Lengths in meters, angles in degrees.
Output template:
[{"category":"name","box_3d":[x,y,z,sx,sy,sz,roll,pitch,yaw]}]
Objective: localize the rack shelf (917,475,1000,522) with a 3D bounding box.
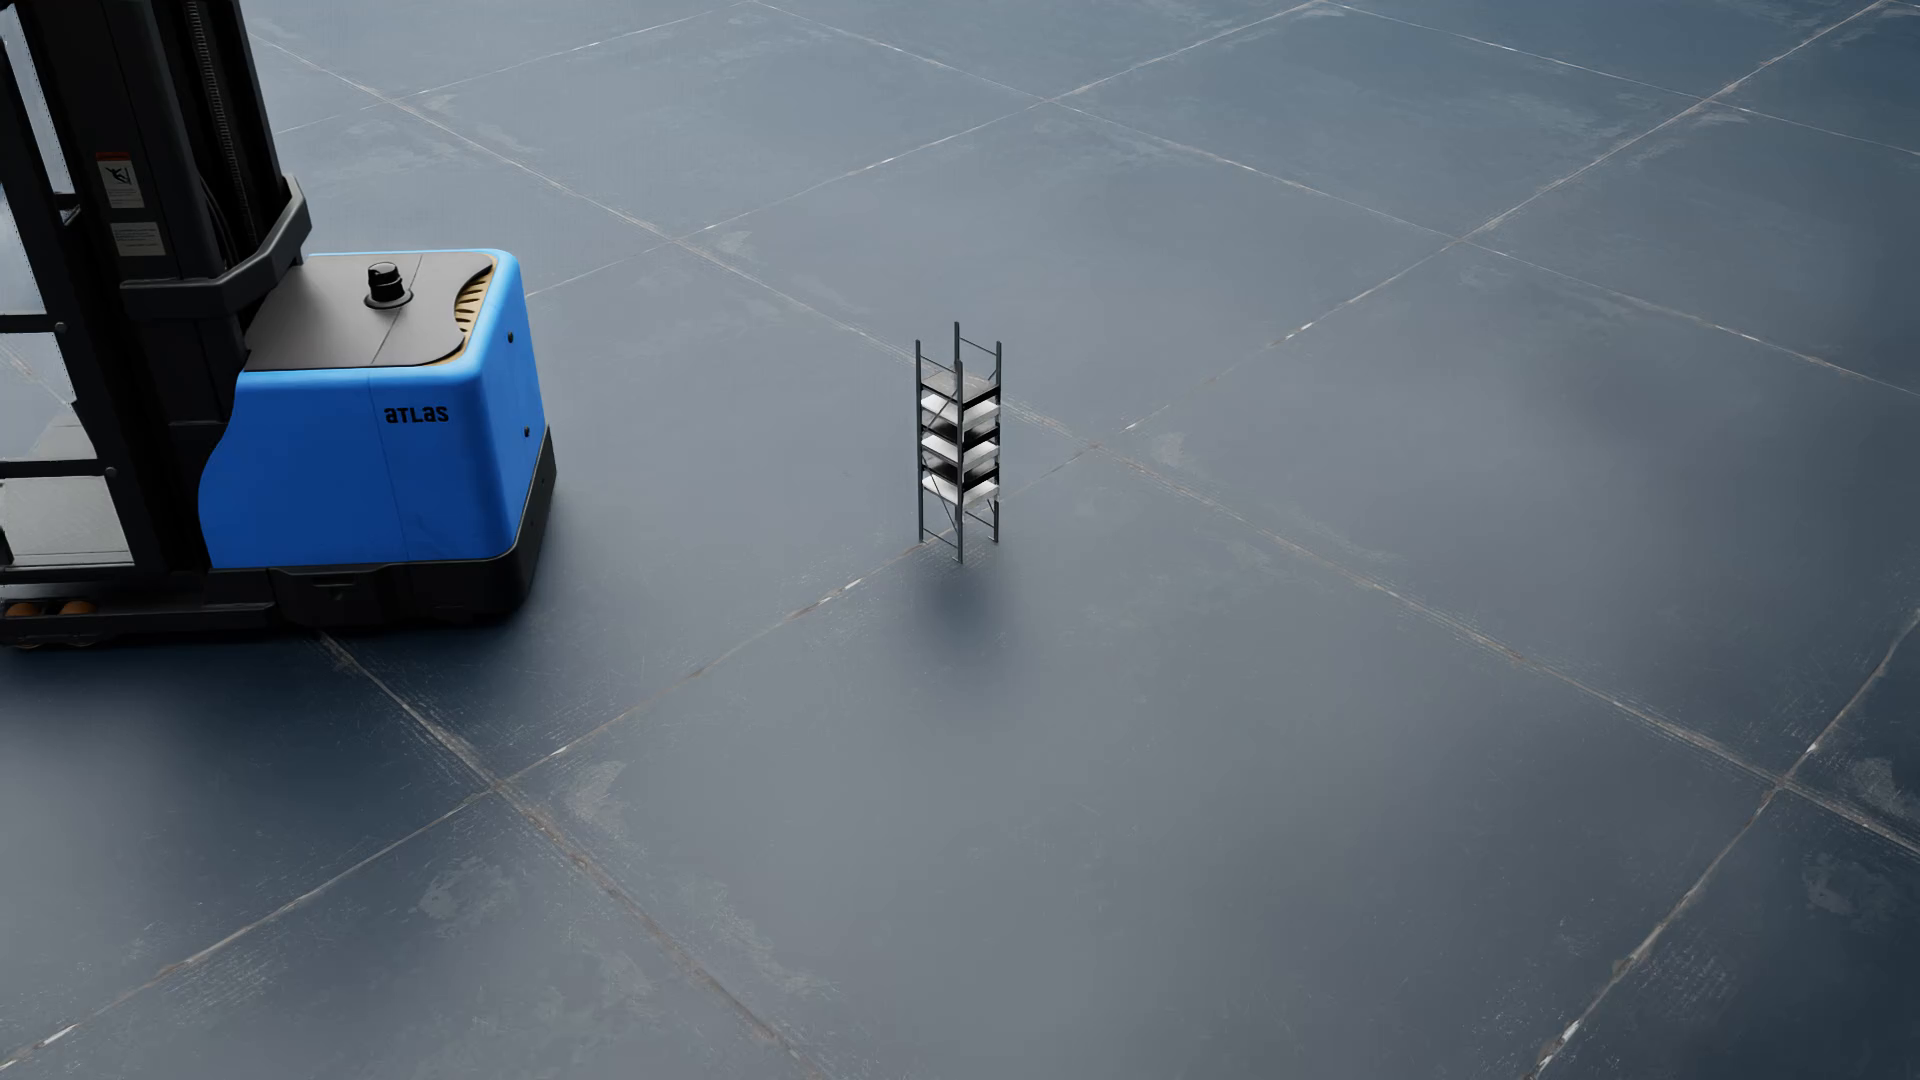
[{"category":"rack shelf","box_3d":[-0.006,-0.191,6.510,0.258,0.077,0.200,30,45,35]}]

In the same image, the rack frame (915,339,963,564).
[{"category":"rack frame","box_3d":[-0.077,-0.325,6.329,0.240,0.900,0.006,30,45,35]}]

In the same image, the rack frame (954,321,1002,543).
[{"category":"rack frame","box_3d":[0.066,-0.407,6.447,0.240,0.900,0.006,30,45,35]}]

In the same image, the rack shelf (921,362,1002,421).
[{"category":"rack shelf","box_3d":[-0.006,-0.560,6.252,0.258,0.077,0.200,30,45,35]}]

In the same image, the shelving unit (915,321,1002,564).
[{"category":"shelving unit","box_3d":[-0.006,-0.366,6.388,0.258,0.900,0.210,30,45,35]}]

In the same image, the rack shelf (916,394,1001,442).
[{"category":"rack shelf","box_3d":[-0.006,-0.486,6.304,0.258,0.077,0.200,30,45,35]}]

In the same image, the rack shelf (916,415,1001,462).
[{"category":"rack shelf","box_3d":[-0.006,-0.412,6.355,0.258,0.077,0.200,30,45,35]}]

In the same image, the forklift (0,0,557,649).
[{"category":"forklift","box_3d":[-3.160,-1.119,5.692,3.031,2.935,1.130,-2,35,-3]}]

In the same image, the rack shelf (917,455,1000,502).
[{"category":"rack shelf","box_3d":[-0.006,-0.265,6.458,0.258,0.077,0.200,30,45,35]}]

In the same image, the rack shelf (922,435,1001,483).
[{"category":"rack shelf","box_3d":[-0.006,-0.338,6.407,0.258,0.077,0.200,30,45,35]}]
